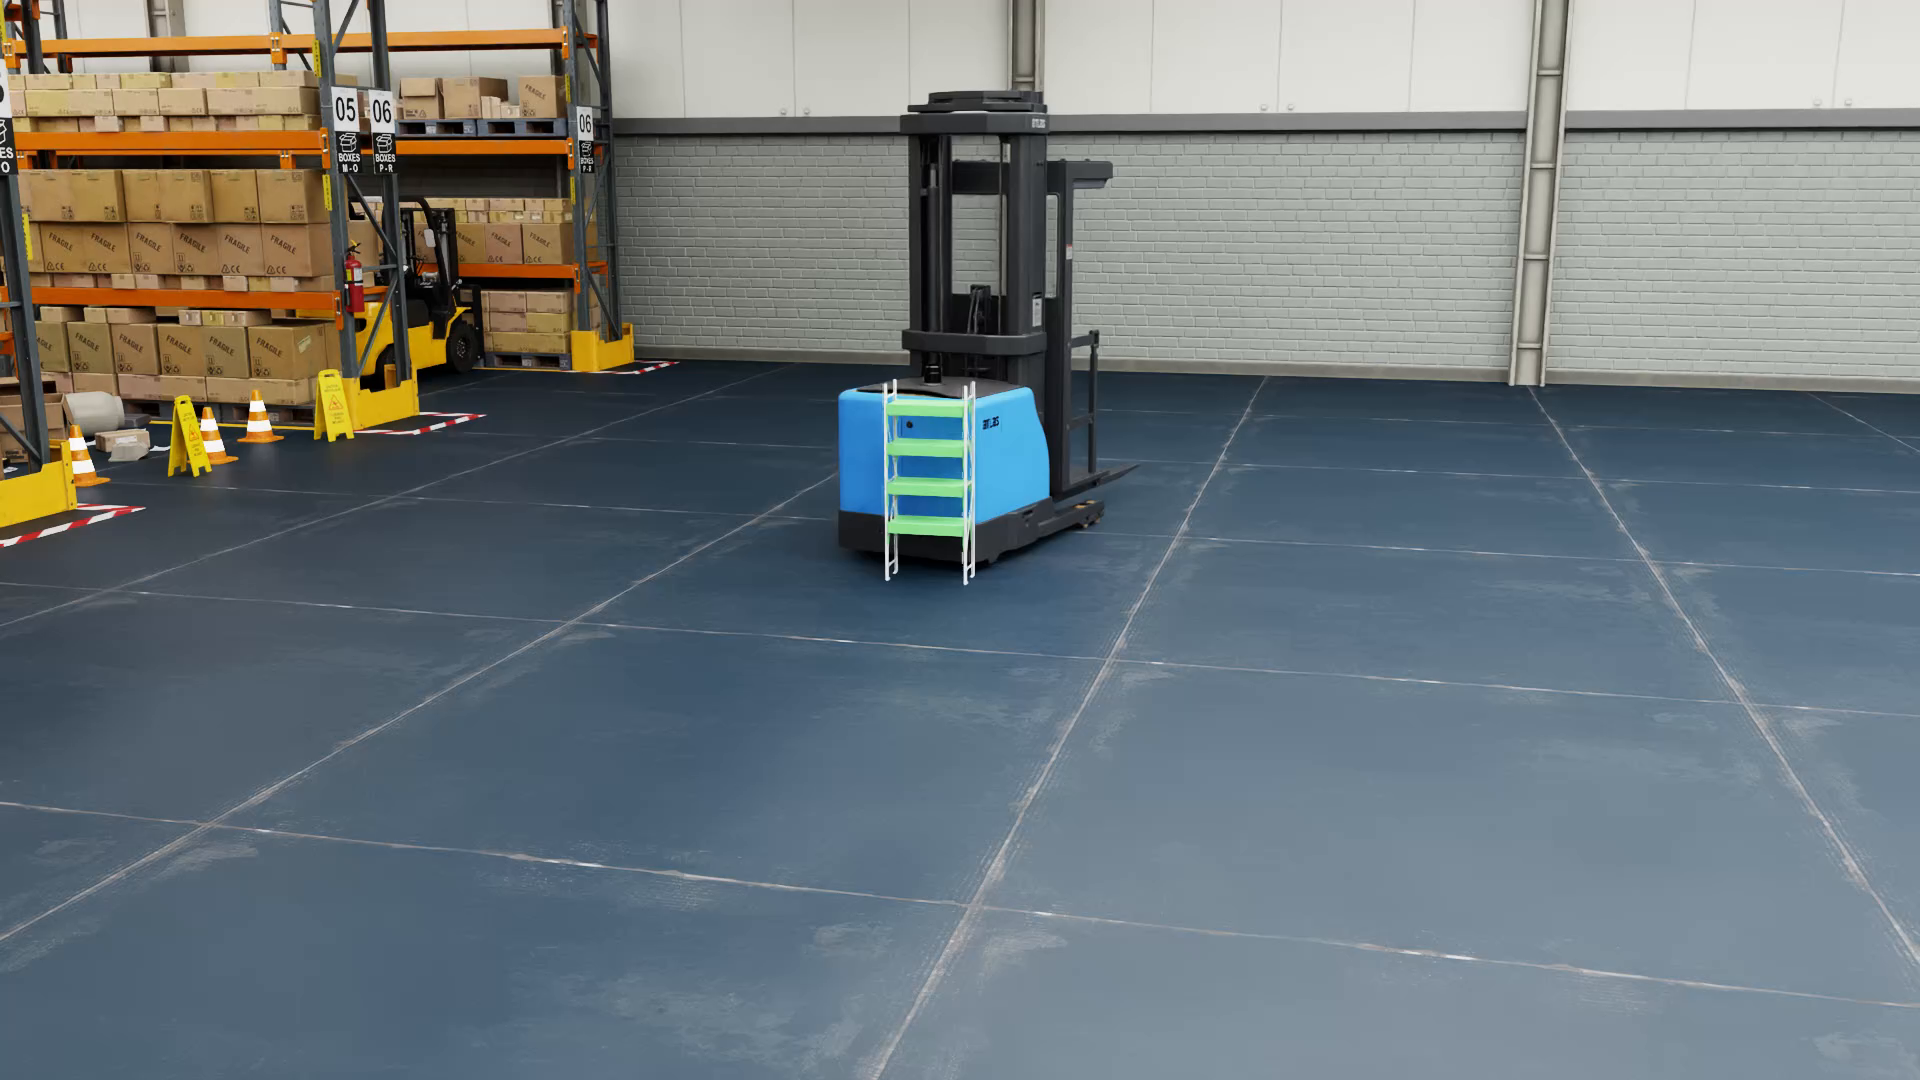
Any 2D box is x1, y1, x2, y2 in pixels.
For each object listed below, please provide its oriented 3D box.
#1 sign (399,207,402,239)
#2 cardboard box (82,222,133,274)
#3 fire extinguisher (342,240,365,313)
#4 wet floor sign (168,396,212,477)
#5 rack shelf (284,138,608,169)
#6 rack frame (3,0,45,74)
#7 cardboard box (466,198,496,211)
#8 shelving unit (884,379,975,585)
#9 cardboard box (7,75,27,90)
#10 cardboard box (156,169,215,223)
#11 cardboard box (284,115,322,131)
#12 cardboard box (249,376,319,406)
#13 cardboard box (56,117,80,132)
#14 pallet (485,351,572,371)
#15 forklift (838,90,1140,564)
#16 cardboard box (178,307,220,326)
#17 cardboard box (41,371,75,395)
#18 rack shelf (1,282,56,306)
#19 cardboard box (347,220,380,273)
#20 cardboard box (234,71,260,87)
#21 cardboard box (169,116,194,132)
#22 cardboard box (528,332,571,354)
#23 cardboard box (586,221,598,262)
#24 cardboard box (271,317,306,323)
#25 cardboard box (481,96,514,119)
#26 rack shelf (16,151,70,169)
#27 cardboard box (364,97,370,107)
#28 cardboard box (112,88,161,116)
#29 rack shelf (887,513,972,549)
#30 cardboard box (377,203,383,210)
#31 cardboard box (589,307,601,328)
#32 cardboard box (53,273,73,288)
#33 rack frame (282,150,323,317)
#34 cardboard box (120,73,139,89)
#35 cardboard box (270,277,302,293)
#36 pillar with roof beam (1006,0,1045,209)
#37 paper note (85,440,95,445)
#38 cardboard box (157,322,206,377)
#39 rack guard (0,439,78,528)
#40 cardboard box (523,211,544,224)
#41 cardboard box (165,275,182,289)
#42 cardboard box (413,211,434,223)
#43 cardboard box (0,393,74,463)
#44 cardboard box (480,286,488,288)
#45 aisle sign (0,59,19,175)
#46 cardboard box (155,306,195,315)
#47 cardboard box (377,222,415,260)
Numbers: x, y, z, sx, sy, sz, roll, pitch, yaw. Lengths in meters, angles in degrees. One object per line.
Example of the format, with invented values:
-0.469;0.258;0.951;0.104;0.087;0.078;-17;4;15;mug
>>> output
-5.626;-3.178;16.634;0.005;0.325;0.100;3;13;14;sign
-8.302;-2.911;16.514;0.500;0.500;0.500;3;13;13;cardboard box
-5.755;-2.501;15.758;0.183;0.674;0.296;3;13;14;fire extinguisher
-6.341;-0.861;13.623;0.232;0.644;0.267;1;13;4;wet floor sign
-6.512;-4.902;21.140;4.000;0.370;1.077;3;13;14;rack shelf
-9.639;-5.778;16.499;0.127;3.000;1.000;3;13;14;rack frame
-5.979;-4.203;20.838;0.250;0.149;0.380;3;13;15;cardboard box
-0.182;-0.353;10.053;0.503;1.200;0.258;3;13;12;shelving unit
-9.152;-4.488;16.349;0.250;0.149;0.380;3;13;15;cardboard box
-7.313;-3.337;16.122;0.500;0.500;0.700;3;13;13;cardboard box
-6.169;-3.943;15.734;0.250;0.149;0.380;3;13;14;cardboard box
-6.628;-1.491;16.405;0.500;0.250;0.500;3;13;13;cardboard box
-8.654;-4.087;16.382;0.250;0.149;0.380;3;13;15;cardboard box
-5.323;-2.355;21.360;1.213;0.211;1.003;3;13;14;pallet
0.368;-1.553;11.466;1.130;2.935;3.031;7;14;28;forklift
-7.467;-2.206;16.402;0.250;0.149;0.380;4;13;16;cardboard box
-9.131;-1.624;17.007;0.500;0.250;0.500;2;13;11;cardboard box
-11.581;-2.601;17.695;4.000;0.370;1.077;3;13;14;rack shelf
-6.149;-2.918;16.544;0.500;0.500;0.500;3;13;13;cardboard box
-6.648;-4.359;15.768;0.250;0.149;0.380;3;13;13;cardboard box
-7.406;-4.015;16.060;0.250;0.149;0.380;3;13;12;cardboard box
-5.102;-2.506;20.982;0.500;0.250;0.500;3;13;14;cardboard box
-4.985;-3.818;21.287;0.500;0.500;0.500;3;13;15;cardboard box
-7.005;-1.997;16.958;0.500;0.500;0.500;3;13;11;cardboard box
-5.694;-5.330;20.518;0.258;0.266;0.396;3;13;14;cardboard box
-14.279;-5.317;23.011;4.000;0.370;1.077;3;13;14;rack shelf
-7.704;-5.473;21.057;0.500;0.311;0.500;3;13;15;cardboard box
-7.801;-4.226;16.088;0.500;0.250;0.500;3;13;14;cardboard box
-0.182;-0.056;10.119;0.480;0.148;0.258;3;13;12;rack shelf
-7.206;-4.276;21.166;0.250;0.149;0.380;3;13;13;cardboard box
-4.977;-2.860;21.424;0.500;0.250;0.500;3;13;15;cardboard box
-8.887;-2.633;16.755;0.250;0.149;0.380;3;13;13;cardboard box
-8.454;-3.893;21.855;0.127;3.000;1.000;3;13;14;rack frame
-7.883;-4.432;16.097;0.250;0.149;0.380;3;13;15;cardboard box
-6.443;-2.483;16.079;0.250;0.149;0.380;3;13;13;cardboard box
-0.236;-5.623;15.802;0.400;9.000;9.100;3;13;14;pillar with roof beam
-7.939;-0.892;15.211;0.142;0.019;0.148;8;15;33;paper note
-7.592;-1.911;16.568;0.500;0.500;0.500;3;13;12;cardboard box
-6.820;-0.374;11.763;0.348;0.500;1.175;3;13;14;rack guard
-5.229;-4.017;20.685;0.250;0.149;0.380;3;13;14;cardboard box
-7.649;-2.576;16.501;0.250;0.149;0.380;3;13;14;cardboard box
-6.711;-4.102;21.069;0.250;0.149;0.380;3;13;12;cardboard box
-8.068;-0.981;14.495;0.637;0.503;0.797;-6;14;-25;cardboard box
-6.456;-3.182;21.722;0.500;0.250;0.500;3;13;12;cardboard box
-6.703;-2.924;11.484;0.004;0.787;0.394;3;13;14;aisle sign
-10.445;-3.044;22.540;0.625;0.625;0.875;3;13;11;cardboard box
-7.084;-3.814;21.269;0.500;0.500;0.500;3;13;13;cardboard box
